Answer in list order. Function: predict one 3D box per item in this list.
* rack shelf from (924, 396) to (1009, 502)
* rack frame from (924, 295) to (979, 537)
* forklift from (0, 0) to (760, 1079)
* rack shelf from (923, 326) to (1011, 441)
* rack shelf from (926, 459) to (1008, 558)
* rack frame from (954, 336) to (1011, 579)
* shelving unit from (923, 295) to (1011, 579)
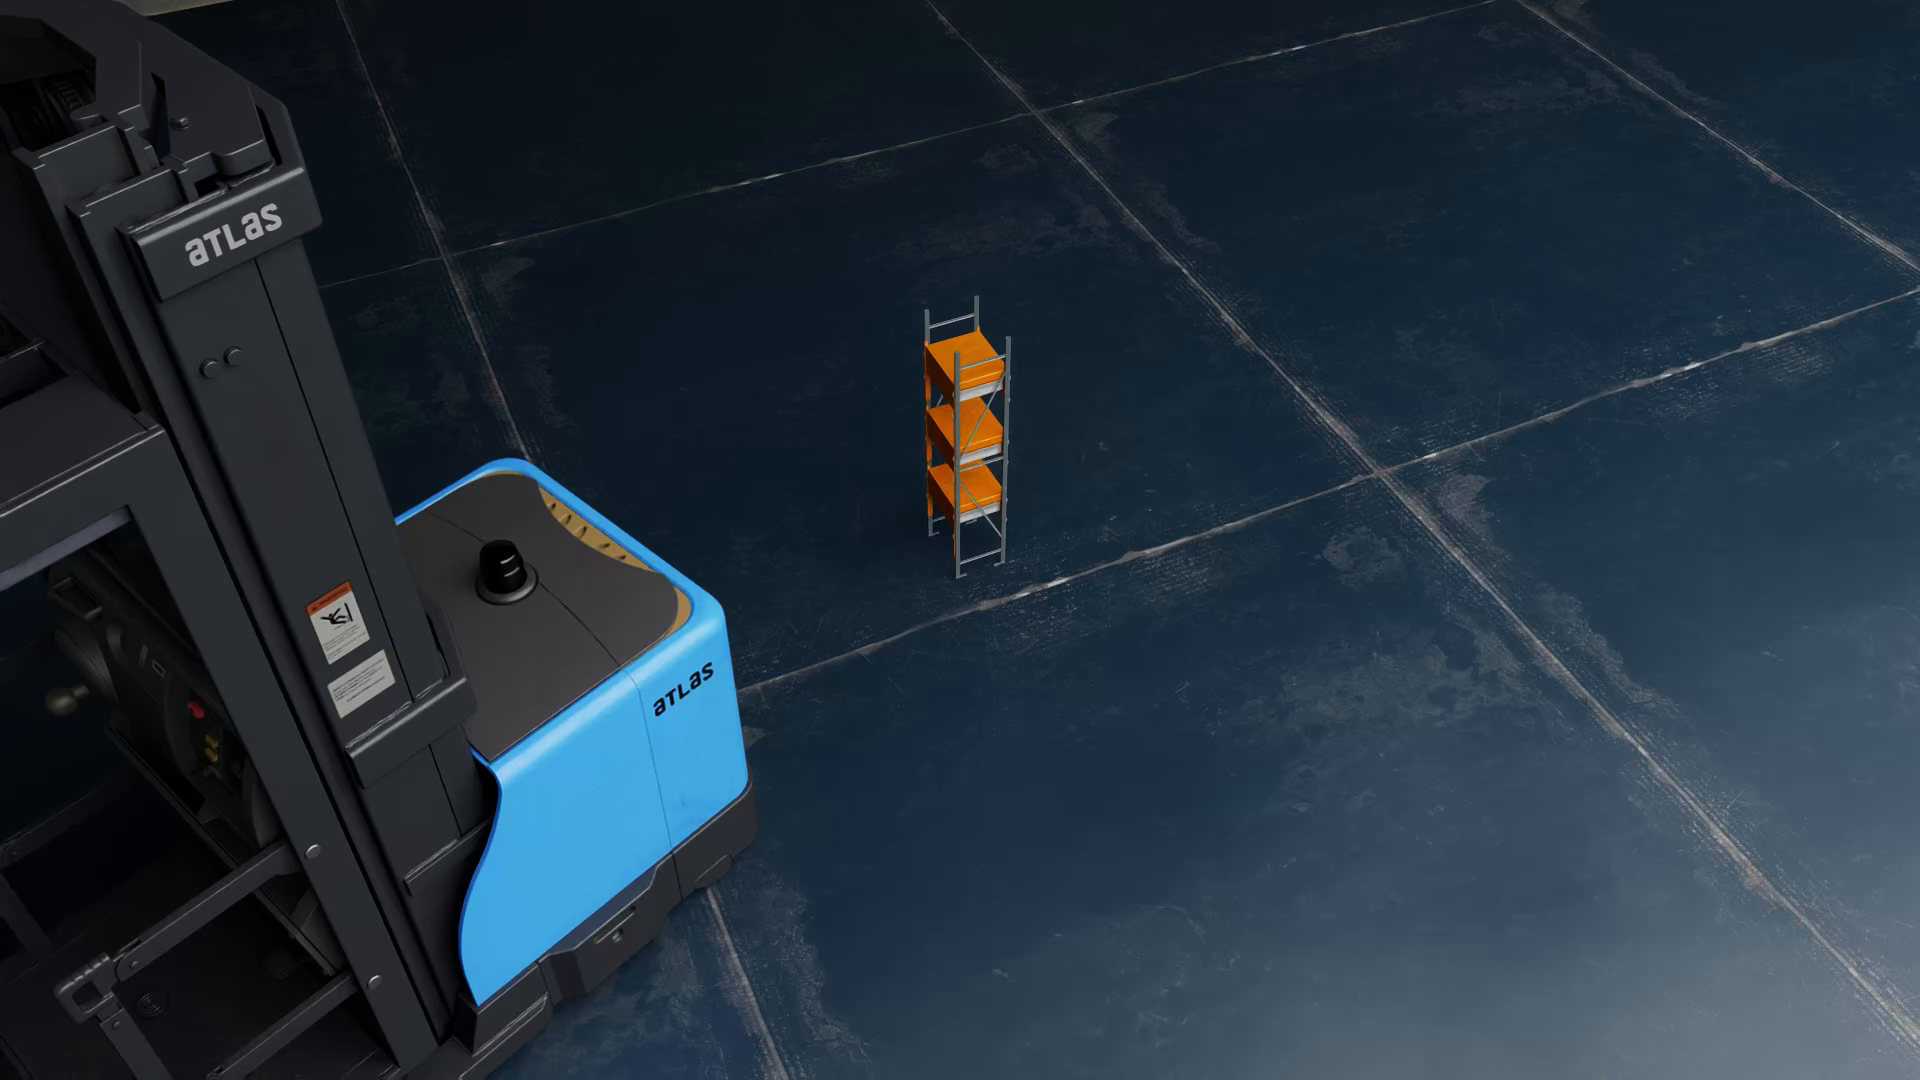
[{"bbox_3d":[0.022,-0.332,5.854,0.215,0.259,0.240,-18,47,-17],"label":"rack shelf"},{"bbox_3d":[-0.029,-0.417,5.926,0.200,1.050,0.008,-18,47,-17],"label":"rack frame"},{"bbox_3d":[-1.995,0.441,3.717,1.130,2.935,3.031,33,53,29],"label":"forklift"},{"bbox_3d":[0.022,-0.534,5.655,0.215,0.259,0.240,-18,47,-17],"label":"rack shelf"},{"bbox_3d":[0.022,-0.134,6.049,0.215,0.259,0.240,-18,47,-17],"label":"rack shelf"},{"bbox_3d":[0.074,-0.262,5.768,0.200,1.050,0.008,-18,47,-17],"label":"rack frame"},{"bbox_3d":[0.022,-0.340,5.847,0.215,1.050,0.252,-18,47,-17],"label":"shelving unit"}]
